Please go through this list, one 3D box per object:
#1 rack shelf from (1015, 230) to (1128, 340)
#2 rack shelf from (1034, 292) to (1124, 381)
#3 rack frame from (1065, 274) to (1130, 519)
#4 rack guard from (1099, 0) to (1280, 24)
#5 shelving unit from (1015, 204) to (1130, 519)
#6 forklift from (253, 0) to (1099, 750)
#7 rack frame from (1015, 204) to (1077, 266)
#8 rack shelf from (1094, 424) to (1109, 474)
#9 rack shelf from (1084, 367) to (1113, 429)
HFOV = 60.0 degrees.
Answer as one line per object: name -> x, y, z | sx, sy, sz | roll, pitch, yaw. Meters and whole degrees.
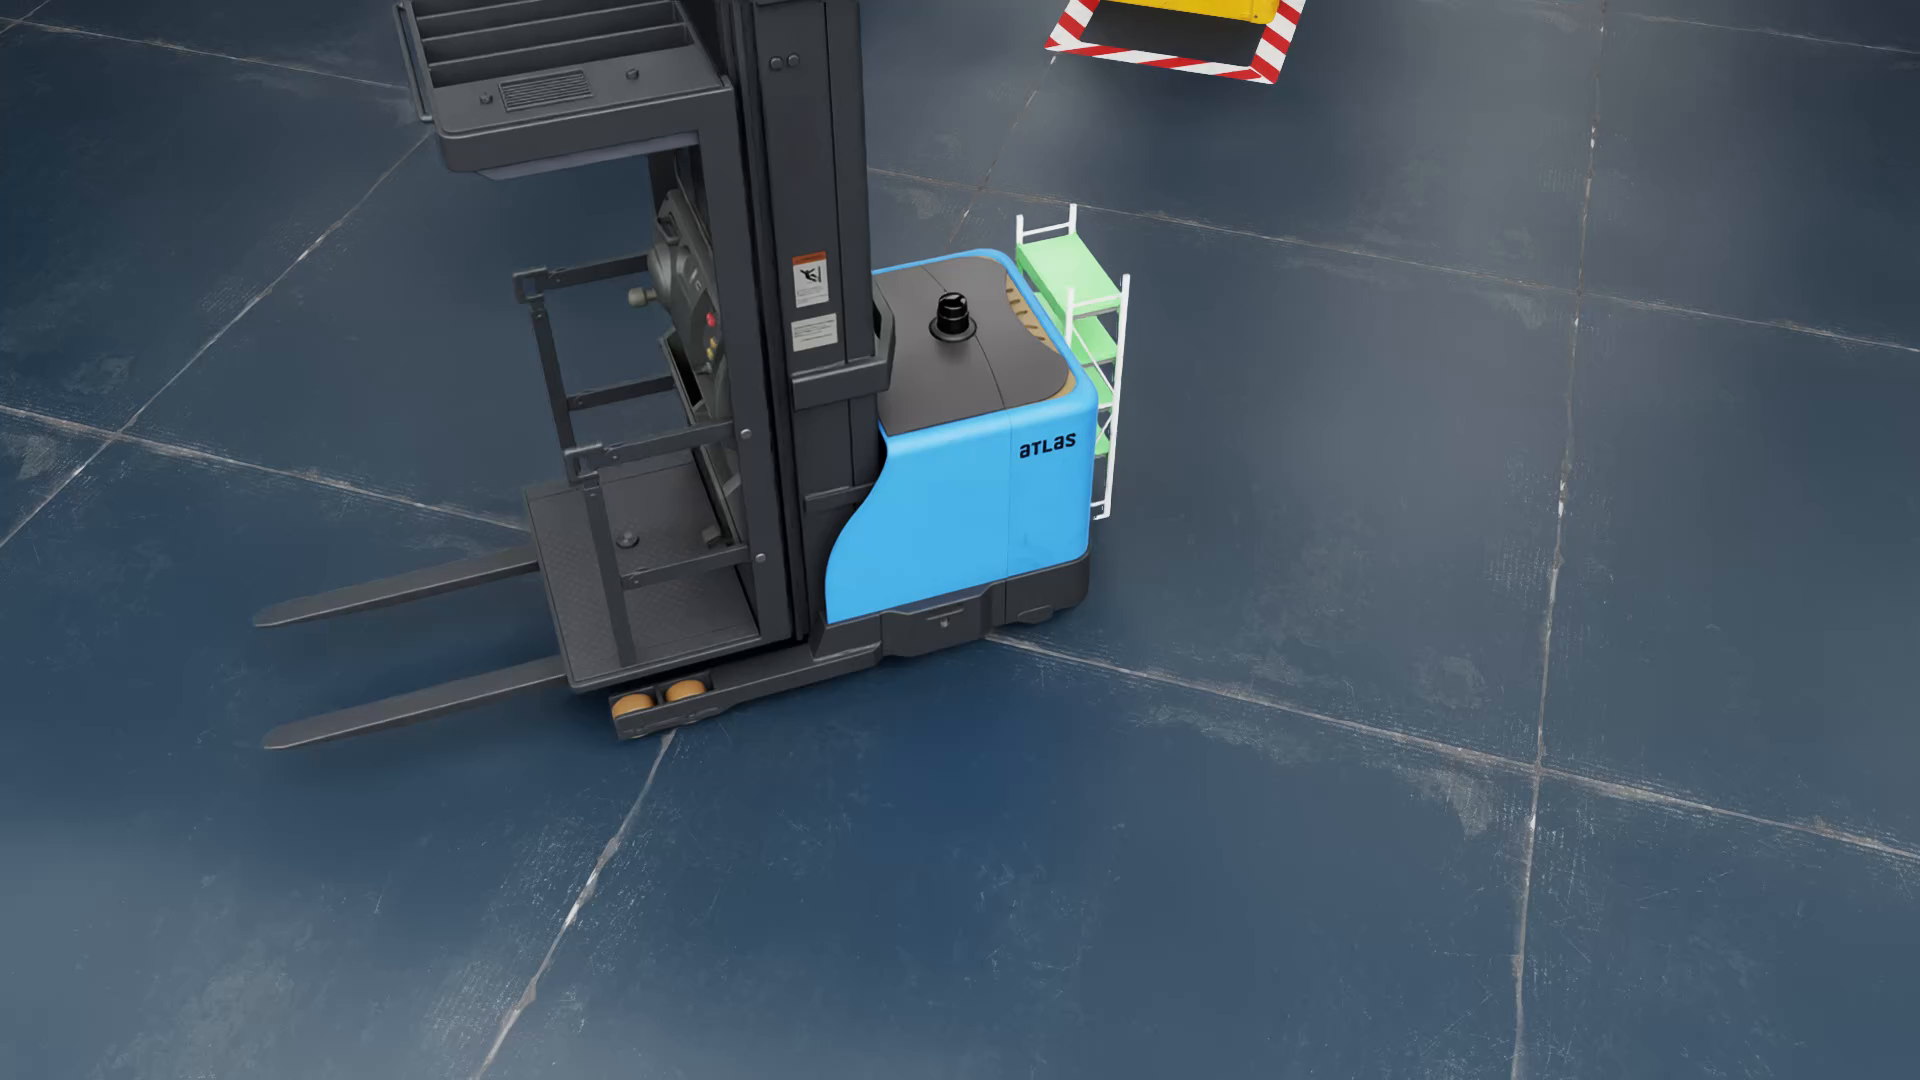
rack shelf -> 0.415, -0.959, 6.277 | 0.258, 0.148, 0.480 | -15, 46, -14
rack shelf -> 0.415, -0.787, 6.445 | 0.258, 0.148, 0.480 | -15, 46, -14
rack frame -> 0.500, -0.502, 6.404 | 0.240, 1.200, 0.015 | -15, 46, -14
rack guard -> 1.341, -3.473, 9.942 | 1.175, 0.500, 0.348 | 13, 46, 13
shelving unit -> 0.415, -0.662, 6.568 | 0.258, 1.200, 0.503 | -15, 46, -14
forklift -> -1.075, -0.750, 5.421 | 3.031, 2.935, 1.130 | -14, 46, -14
rack frame -> 0.330, -0.821, 6.731 | 0.240, 1.200, 0.015 | -15, 46, -14
rack shelf -> 0.415, -0.444, 6.781 | 0.258, 0.148, 0.480 | -15, 46, -14
rack shelf -> 0.415, -0.616, 6.613 | 0.258, 0.148, 0.480 | -15, 46, -14
